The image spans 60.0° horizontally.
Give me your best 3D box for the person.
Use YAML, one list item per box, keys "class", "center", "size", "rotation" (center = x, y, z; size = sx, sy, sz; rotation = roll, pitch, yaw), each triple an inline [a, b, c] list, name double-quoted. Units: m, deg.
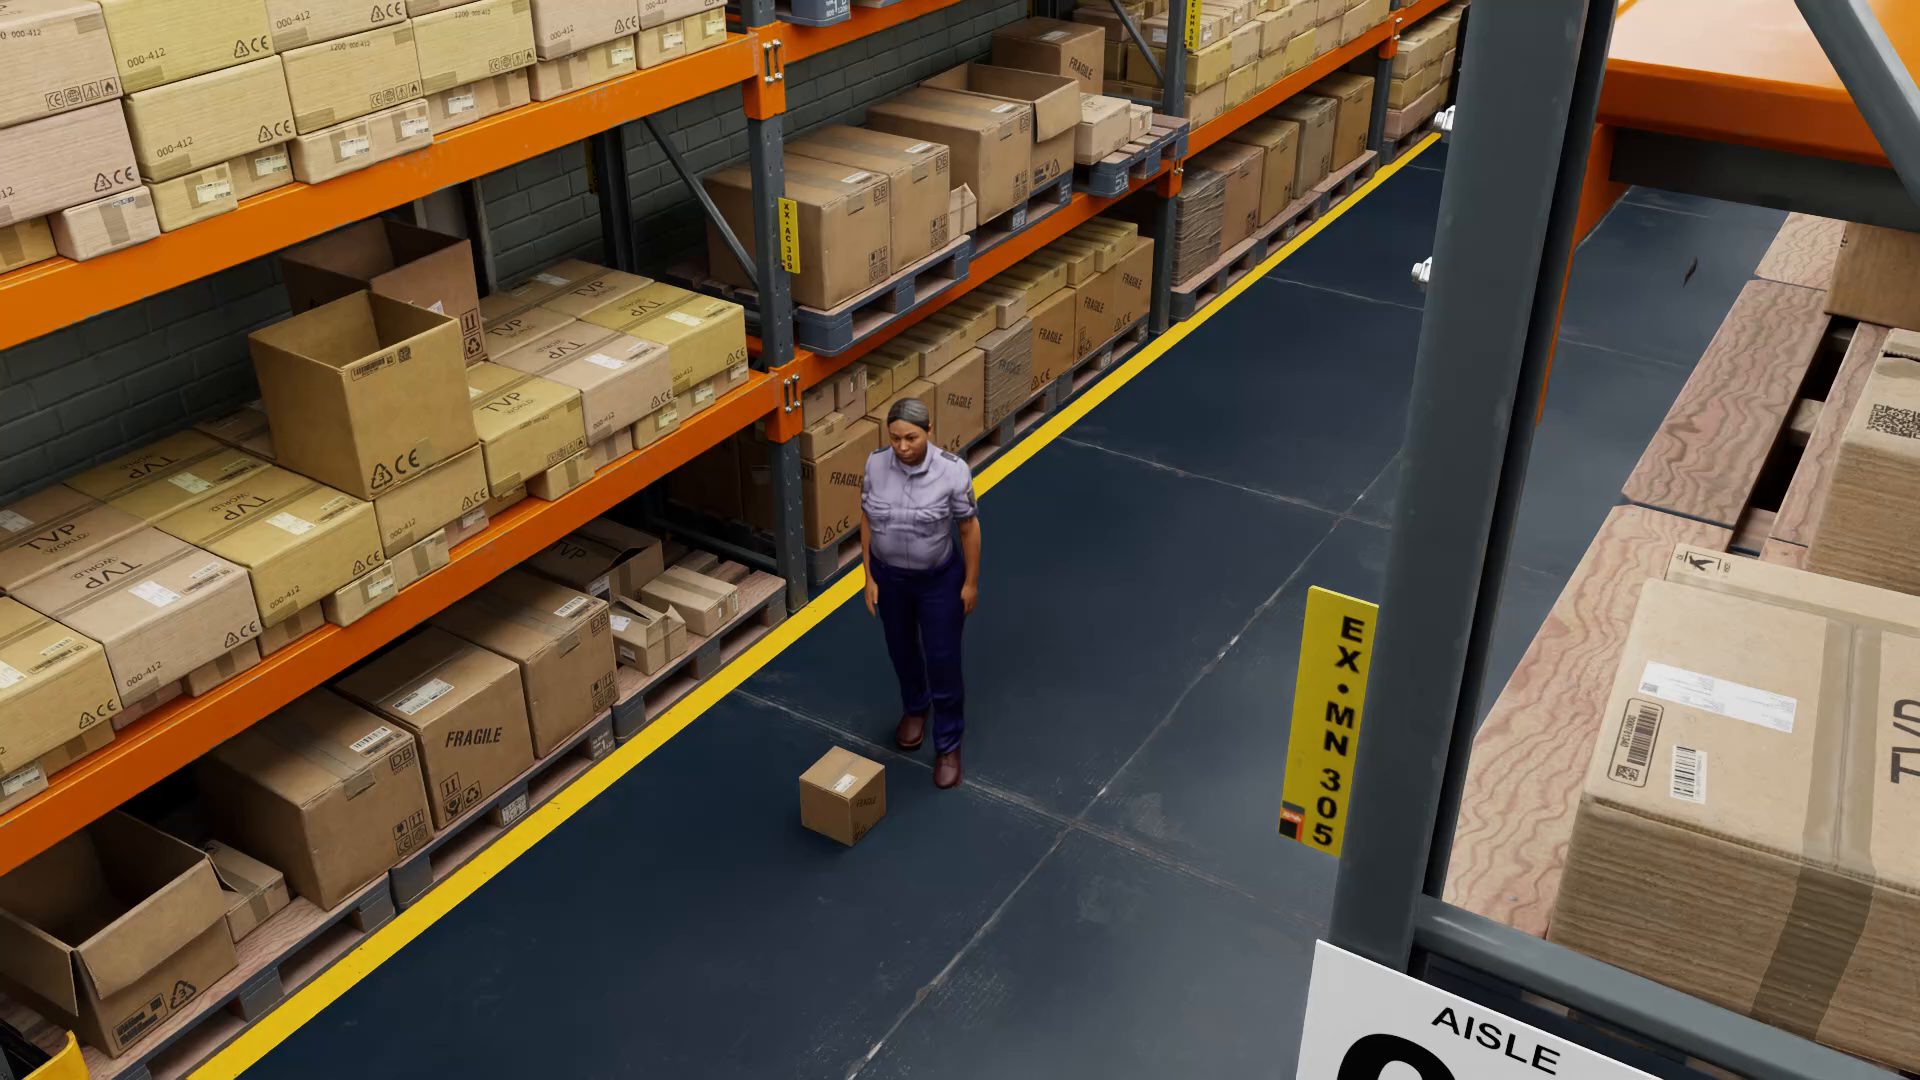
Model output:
- class: "person"
  center: [-0.180, 0.198, 6.811]
  size: [0.497, 1.674, 0.497]
  rotation: [9, 32, 15]
